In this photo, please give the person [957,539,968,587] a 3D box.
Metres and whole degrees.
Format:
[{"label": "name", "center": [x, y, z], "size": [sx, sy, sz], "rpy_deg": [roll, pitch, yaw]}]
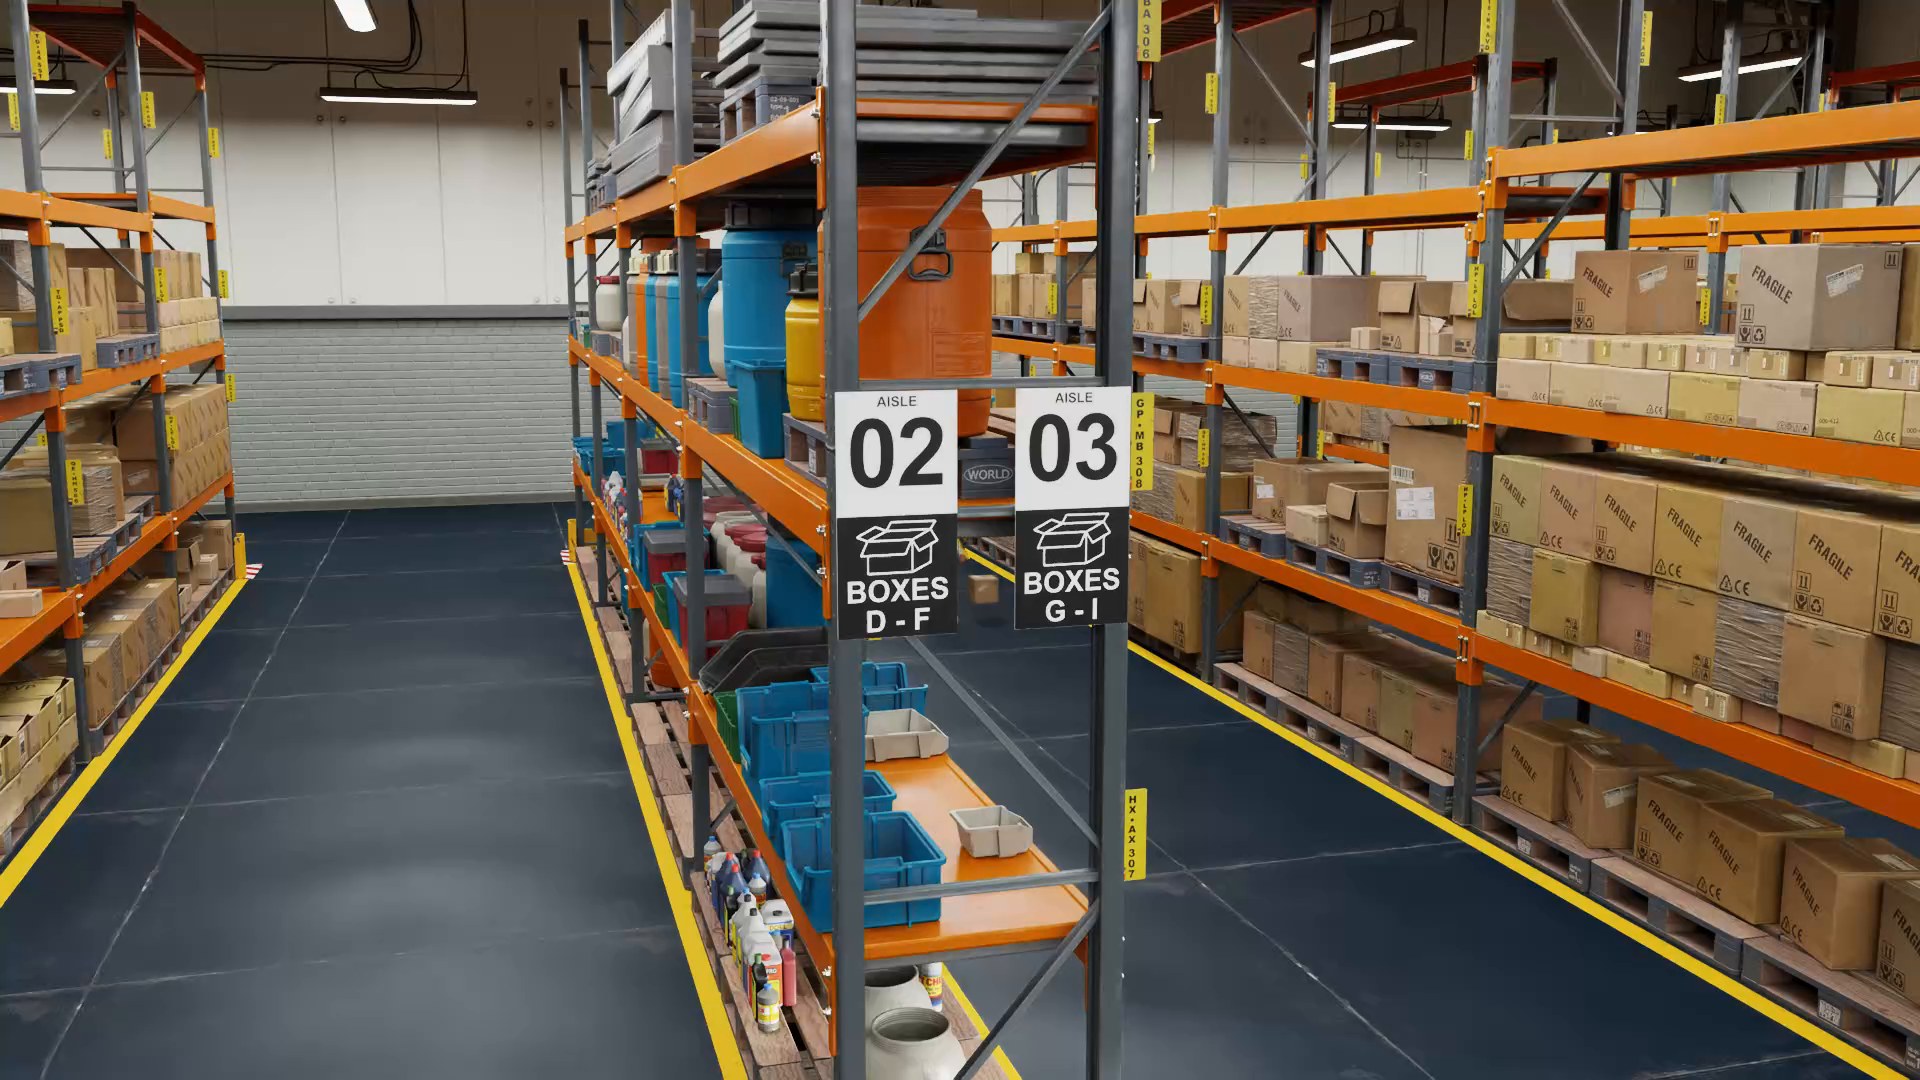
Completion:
[{"label": "person", "center": [-0.242, 0.095, 17.102], "size": [0.635, 1.538, 0.628], "rpy_deg": [-3, 9, -16]}]
